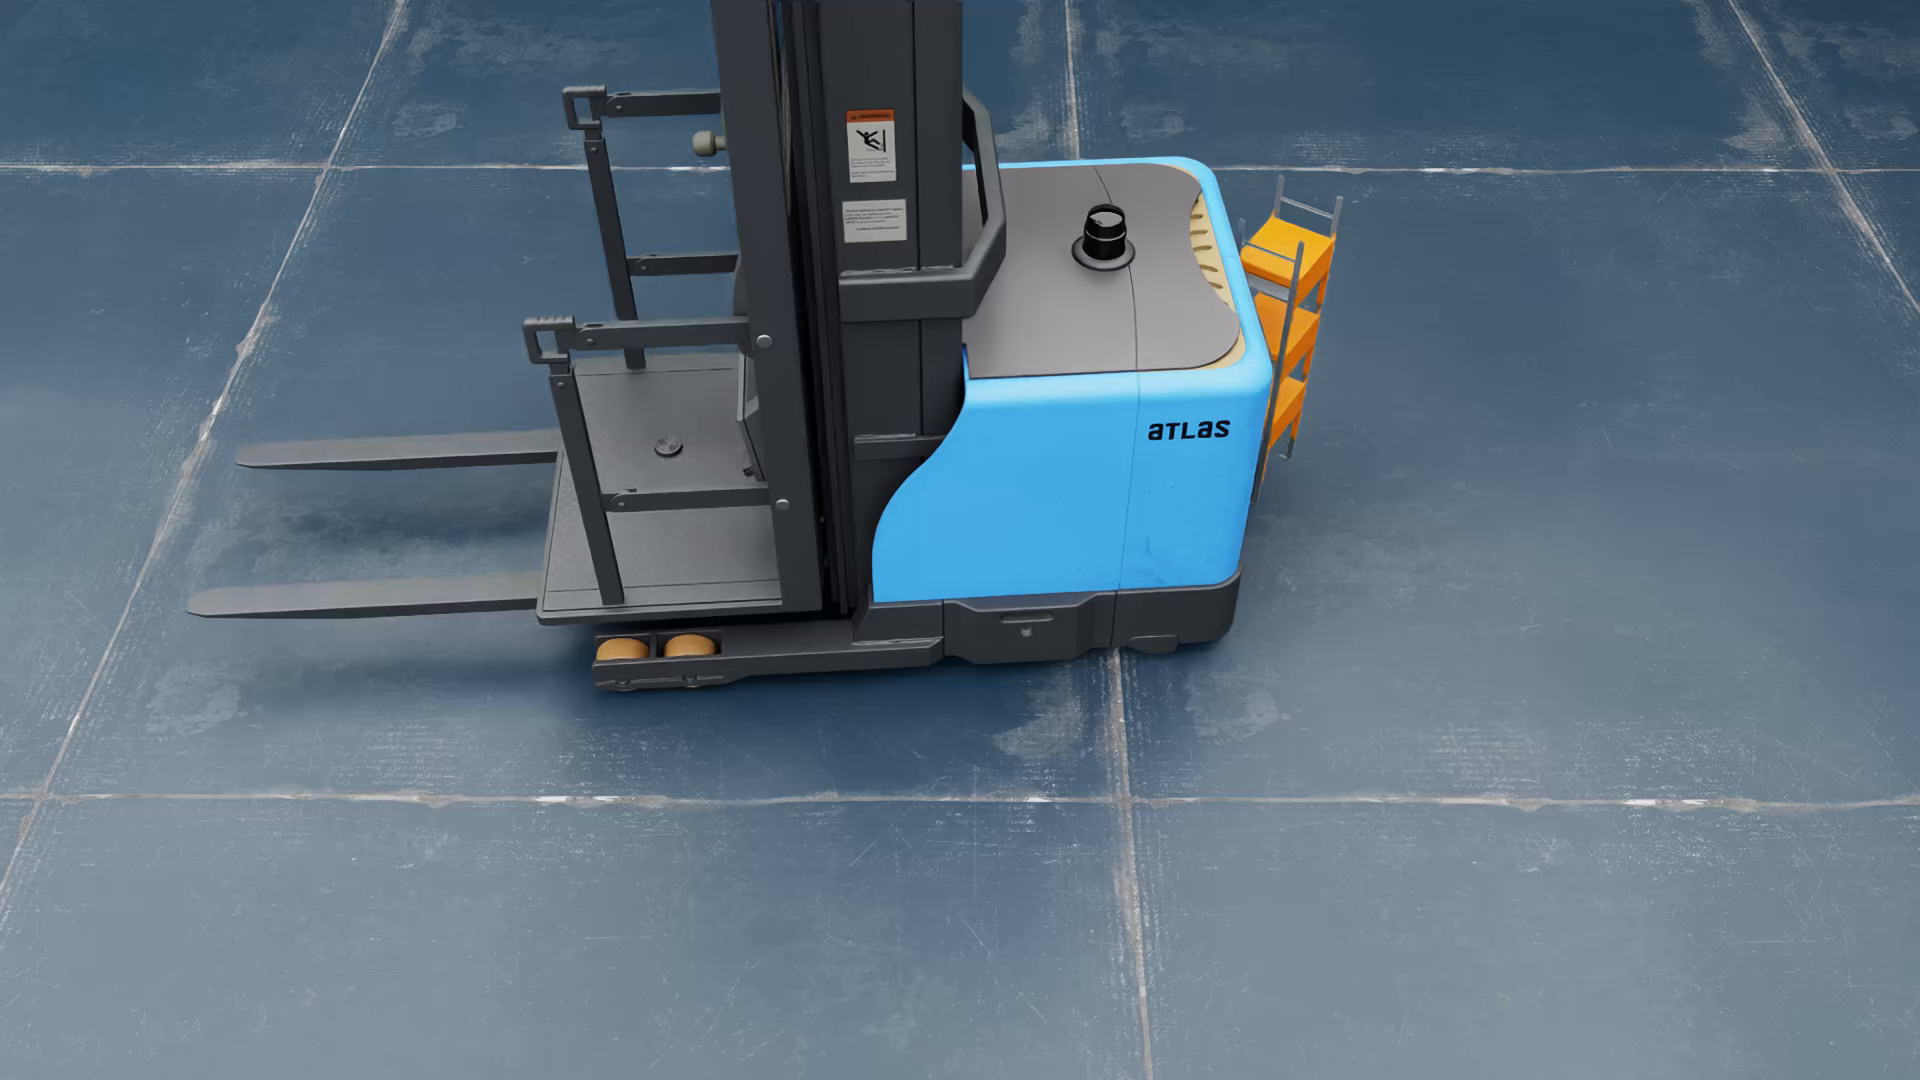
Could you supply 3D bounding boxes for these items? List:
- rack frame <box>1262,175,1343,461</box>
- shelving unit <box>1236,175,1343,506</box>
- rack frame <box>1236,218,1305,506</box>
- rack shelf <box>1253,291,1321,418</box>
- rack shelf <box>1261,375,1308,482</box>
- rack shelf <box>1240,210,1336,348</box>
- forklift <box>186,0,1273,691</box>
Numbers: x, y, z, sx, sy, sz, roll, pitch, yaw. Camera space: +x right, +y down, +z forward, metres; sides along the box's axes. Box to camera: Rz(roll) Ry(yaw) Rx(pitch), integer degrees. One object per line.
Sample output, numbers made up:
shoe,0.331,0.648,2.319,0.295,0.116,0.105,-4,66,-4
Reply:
rack frame,1.006,-0.656,5.139,0.200,1.050,0.008,26,53,22
shelving unit,0.938,-0.581,5.071,0.215,1.050,0.252,26,53,22
rack frame,0.870,-0.505,5.003,0.200,1.050,0.008,26,53,22
rack shelf,0.938,-0.573,5.079,0.215,0.259,0.240,26,53,22
rack shelf,0.940,-0.386,5.284,0.215,0.259,0.240,26,53,22
rack shelf,0.936,-0.764,4.869,0.215,0.259,0.240,26,53,22
forklift,-0.728,-0.962,4.143,3.031,2.935,1.130,-3,47,-3
